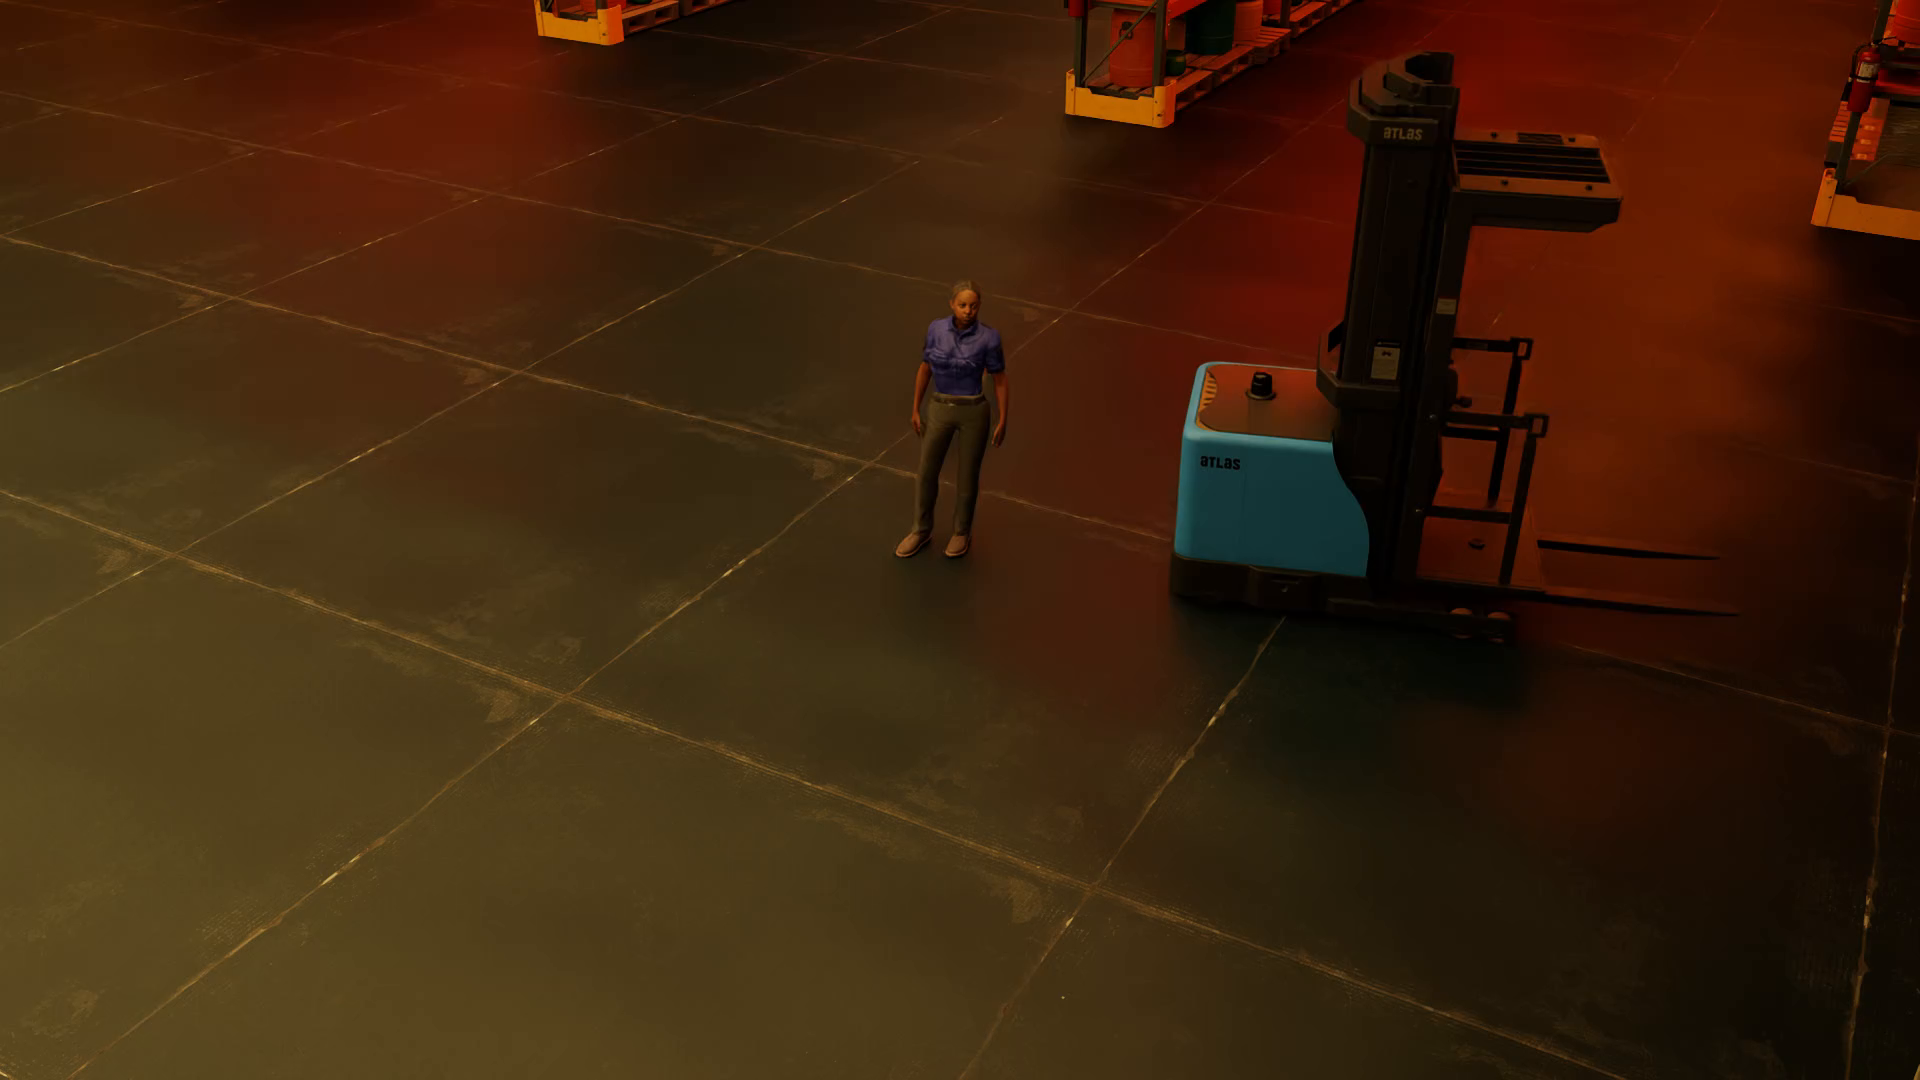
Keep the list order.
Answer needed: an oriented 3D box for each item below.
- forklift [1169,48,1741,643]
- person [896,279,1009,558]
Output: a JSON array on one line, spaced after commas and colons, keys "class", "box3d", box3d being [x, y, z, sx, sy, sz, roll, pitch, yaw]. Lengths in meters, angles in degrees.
[{"class": "forklift", "box3d": [2.754, -1.001, 8.805, 3.031, 2.935, 1.130, 6, 31, 10]}, {"class": "person", "box3d": [-0.042, -0.681, 9.531, 0.630, 1.655, 0.412, 5, 30, 9]}]
